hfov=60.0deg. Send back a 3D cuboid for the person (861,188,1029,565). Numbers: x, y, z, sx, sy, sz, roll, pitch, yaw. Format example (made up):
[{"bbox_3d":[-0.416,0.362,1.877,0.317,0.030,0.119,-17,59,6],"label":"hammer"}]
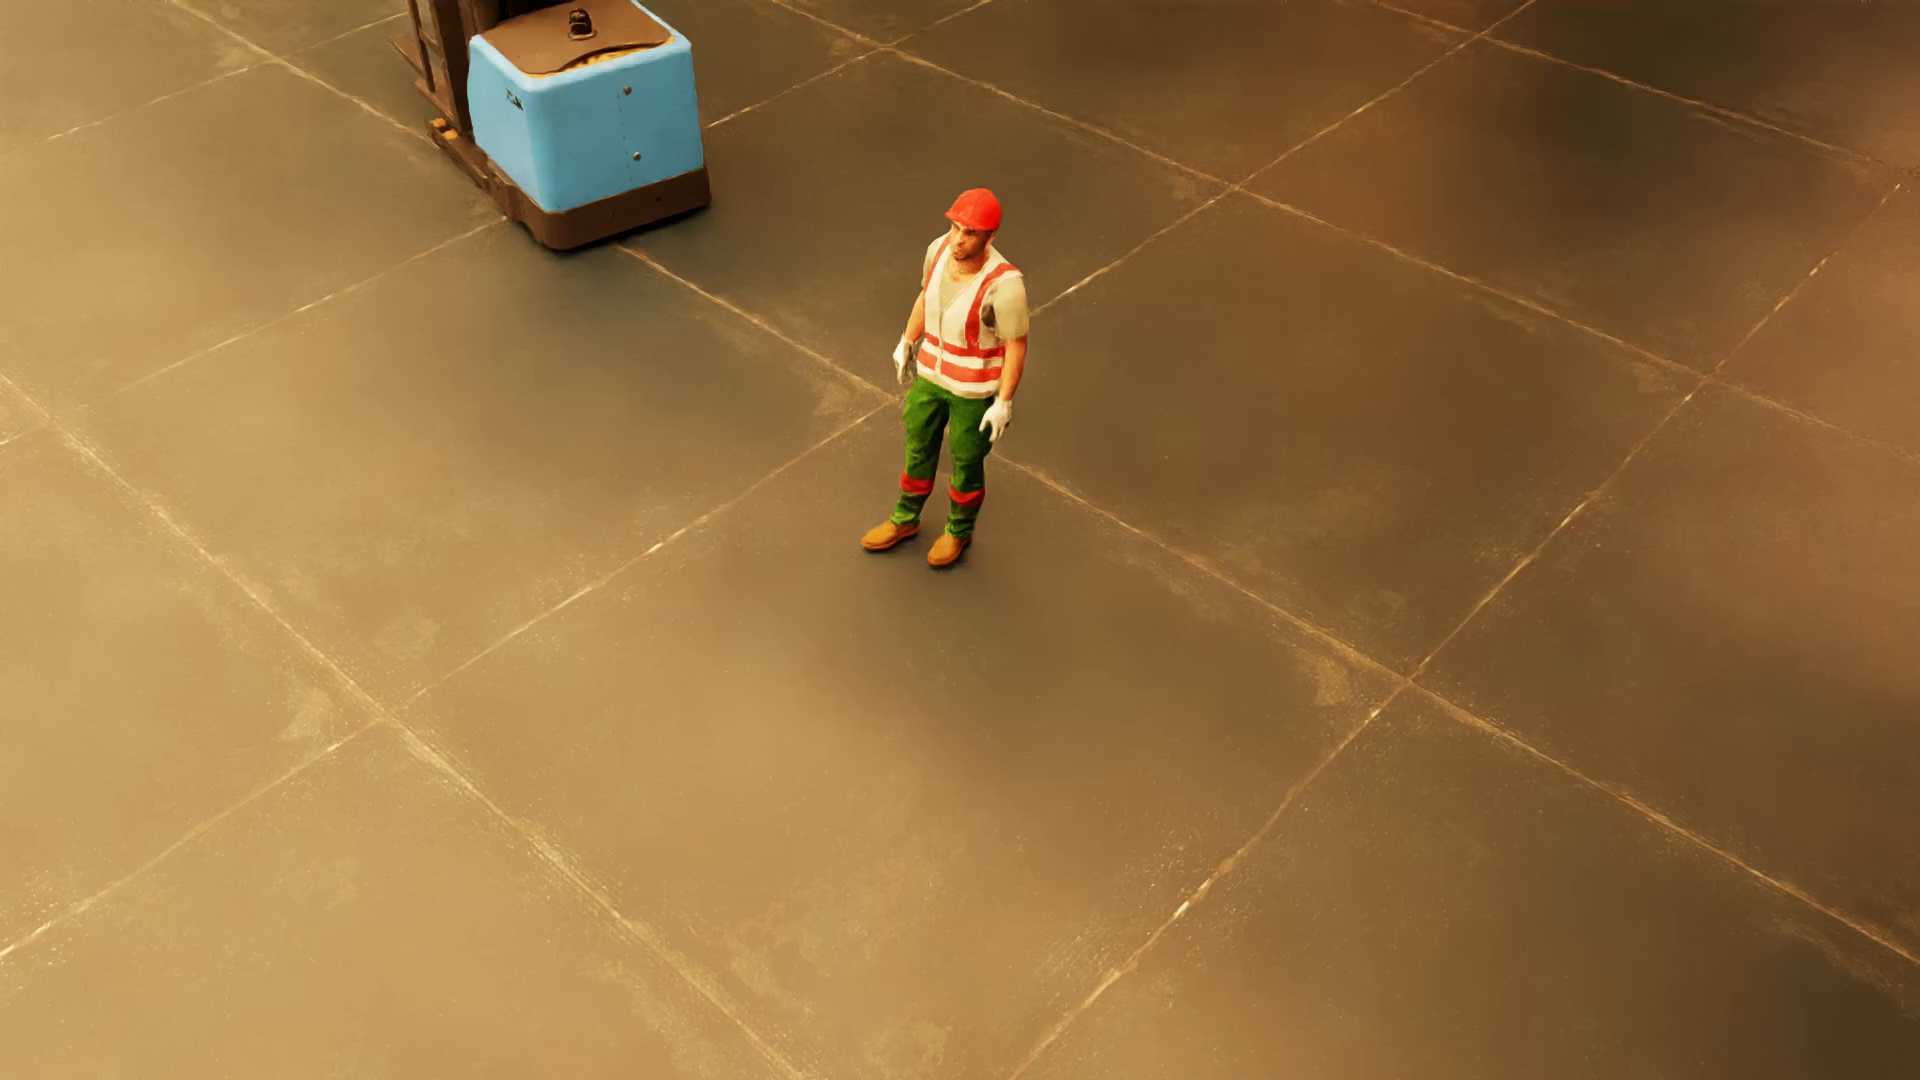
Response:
[{"bbox_3d":[-0.062,-0.651,7.053,0.637,1.787,0.563,31,49,31],"label":"person"}]

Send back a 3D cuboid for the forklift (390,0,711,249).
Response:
[{"bbox_3d":[-2.747,-3.693,9.733,1.130,2.935,3.031,-24,46,-26],"label":"forklift"}]
